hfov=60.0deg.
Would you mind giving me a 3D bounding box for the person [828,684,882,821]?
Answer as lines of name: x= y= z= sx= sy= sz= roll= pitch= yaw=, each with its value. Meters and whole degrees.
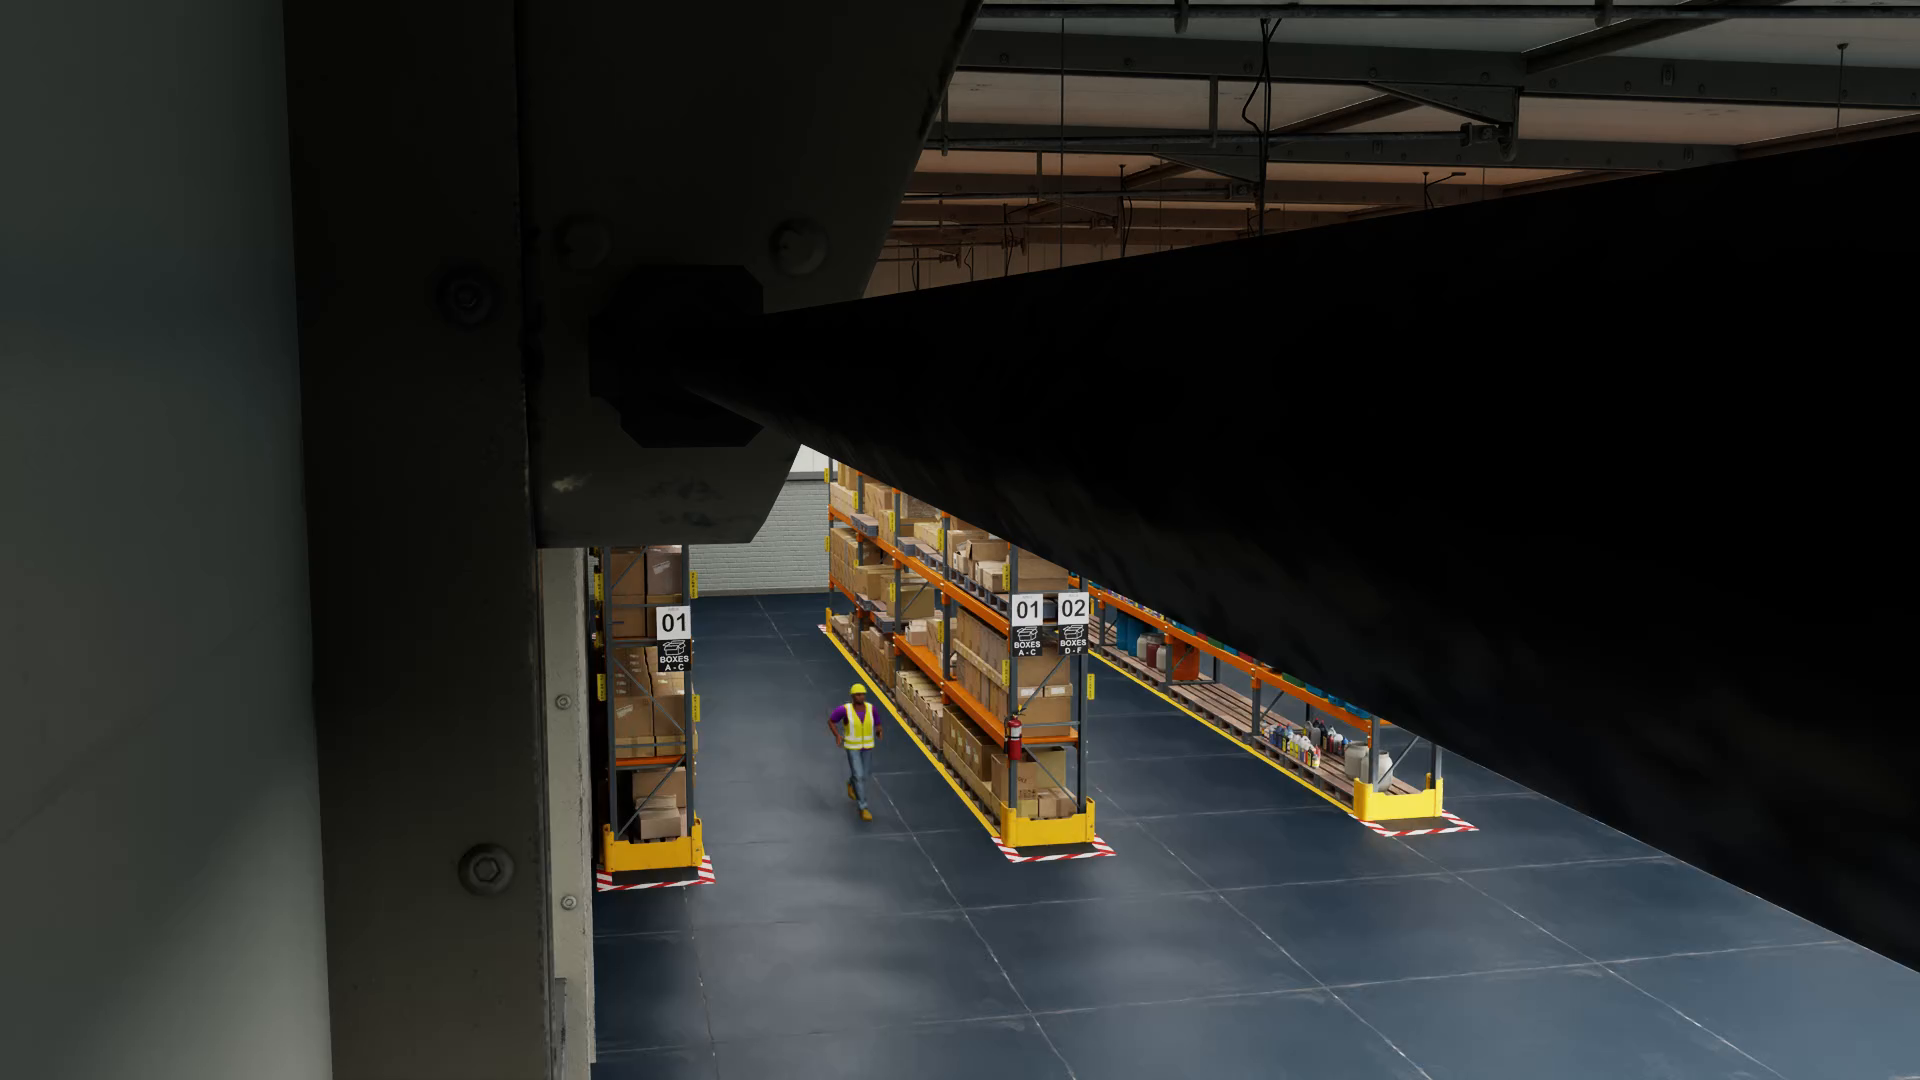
person: x=-1.372 y=2.805 z=22.384 sx=0.700 sy=1.769 sz=0.962 roll=-3 pitch=8 yaw=-26
